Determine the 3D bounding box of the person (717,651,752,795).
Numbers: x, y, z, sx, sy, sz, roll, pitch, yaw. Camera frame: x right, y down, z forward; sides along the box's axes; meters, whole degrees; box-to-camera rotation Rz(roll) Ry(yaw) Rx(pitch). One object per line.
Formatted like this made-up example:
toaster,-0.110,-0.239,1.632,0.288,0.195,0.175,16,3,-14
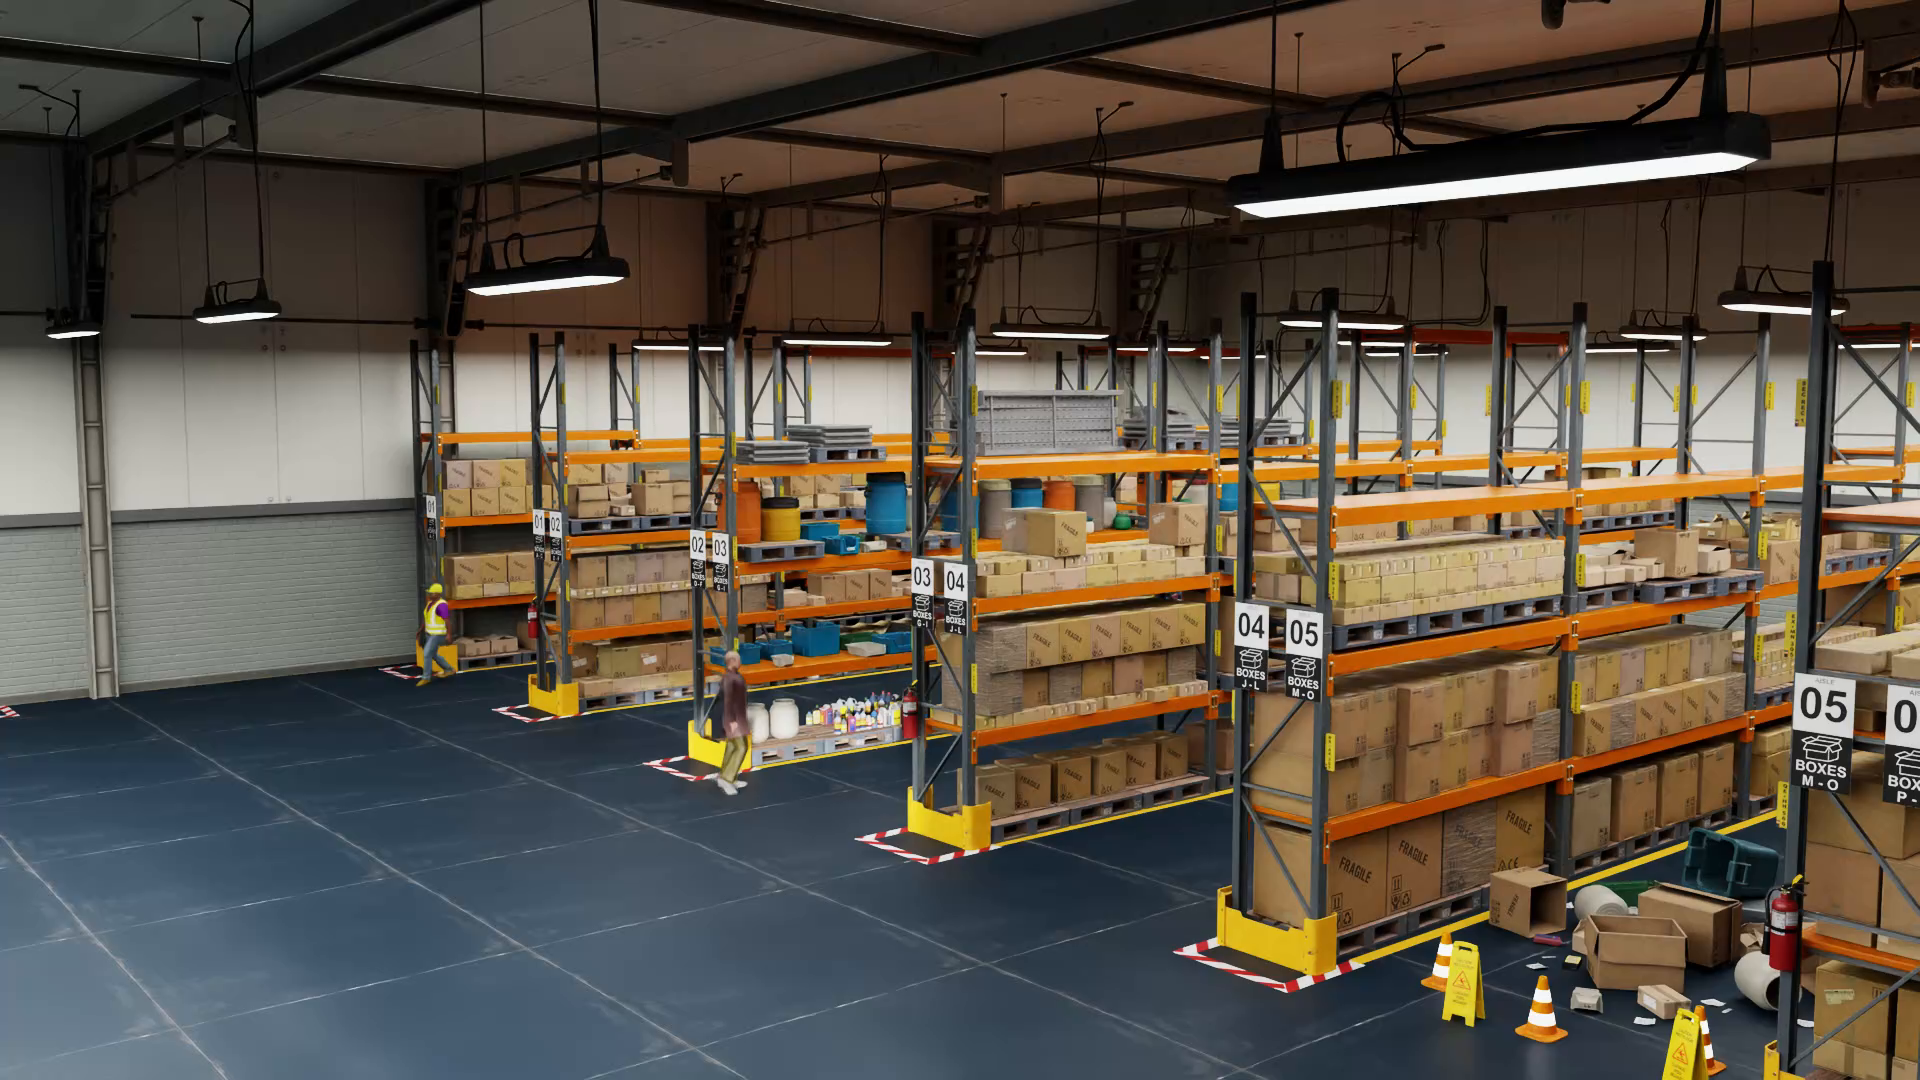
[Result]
person,-2.883,2.328,21.328,0.465,1.810,0.689,0,5,2

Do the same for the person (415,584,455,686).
person,-9.142,1.638,28.941,0.665,1.763,0.773,5,7,45
